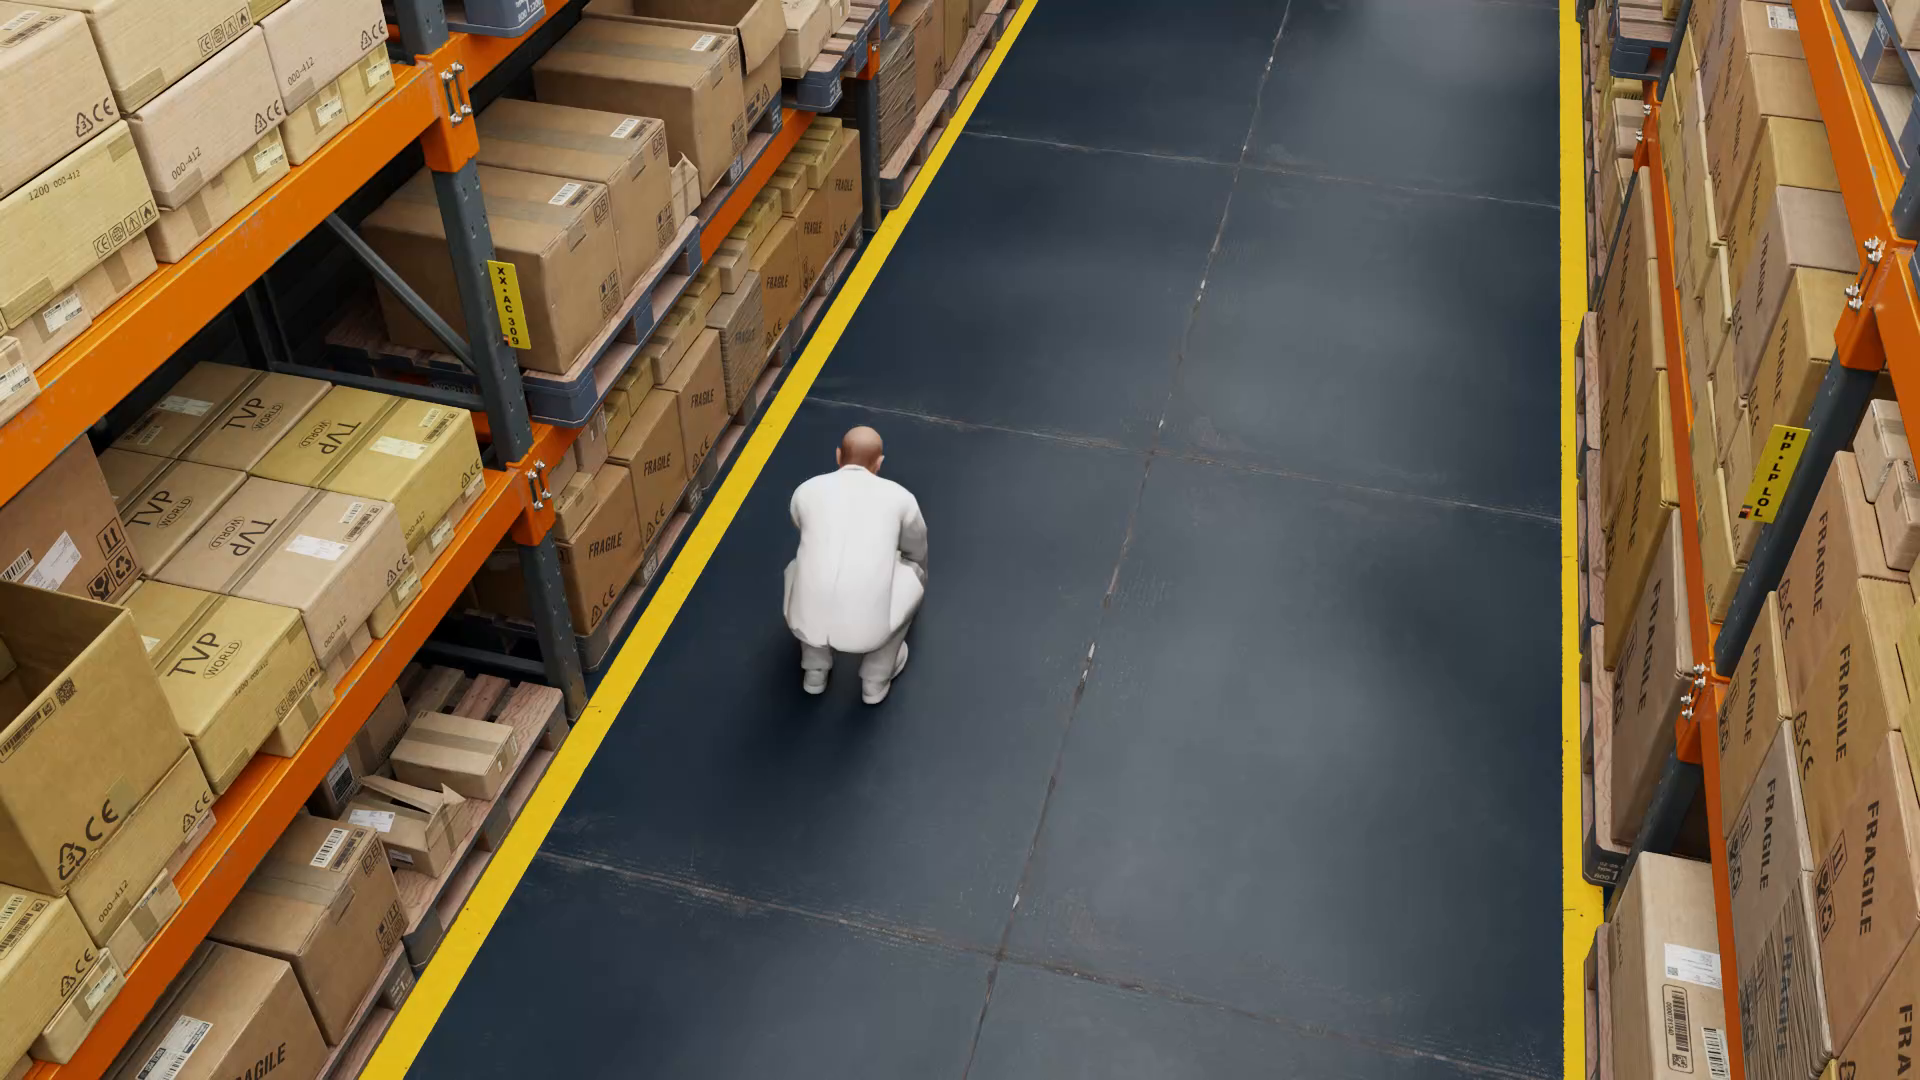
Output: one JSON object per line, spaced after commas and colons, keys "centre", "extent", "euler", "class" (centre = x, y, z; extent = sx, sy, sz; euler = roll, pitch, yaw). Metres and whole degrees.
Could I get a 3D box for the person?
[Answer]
{"centre": [-0.421, 0.116, 6.740], "extent": [0.601, 0.864, 0.911], "euler": [9, 41, 11], "class": "person"}
